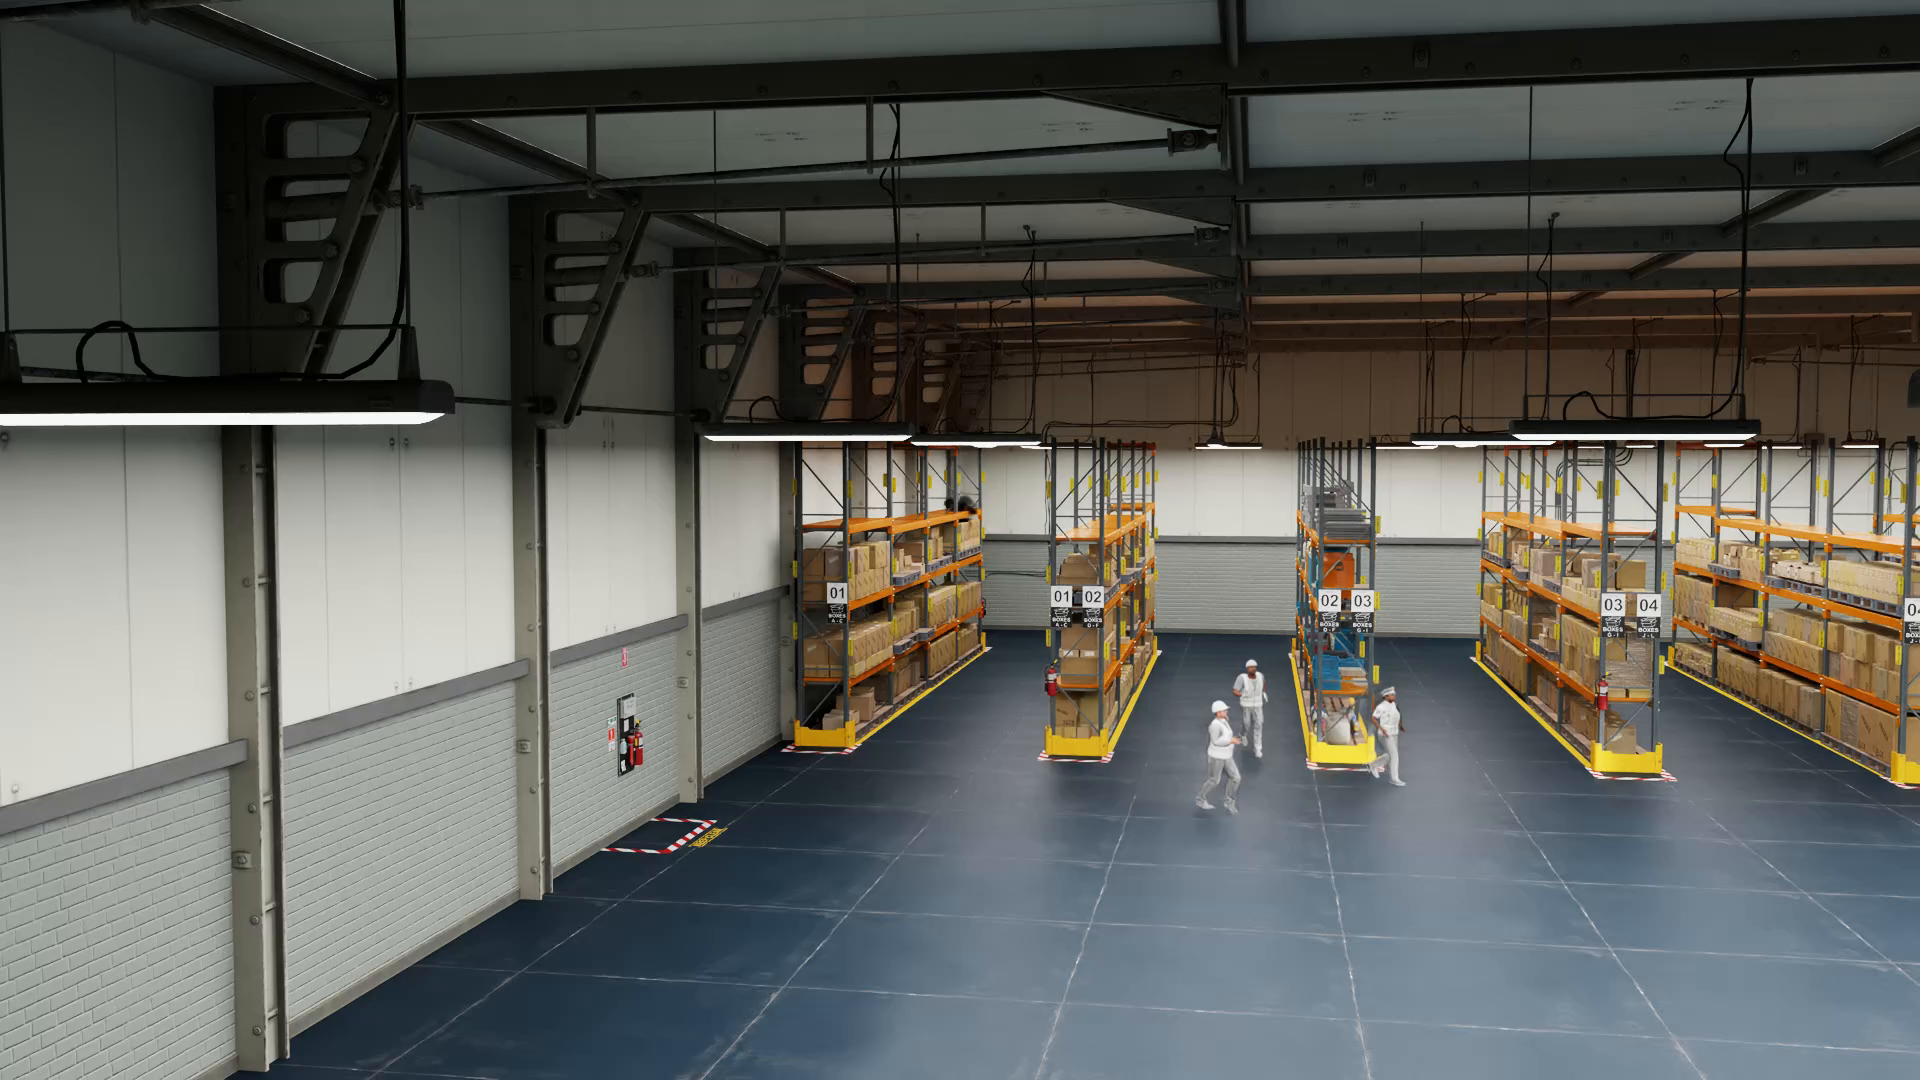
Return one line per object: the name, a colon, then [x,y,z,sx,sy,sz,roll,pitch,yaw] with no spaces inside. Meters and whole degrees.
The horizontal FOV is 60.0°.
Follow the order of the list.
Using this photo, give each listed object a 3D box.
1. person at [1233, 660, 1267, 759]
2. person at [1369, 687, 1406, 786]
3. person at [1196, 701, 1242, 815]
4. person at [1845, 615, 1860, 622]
person: [5.506,3.162,31.503,0.713,1.805,1.006,-1,3,-10]
person: [7.362,3.360,28.697,0.596,1.688,0.745,-3,4,-45]
person: [4.105,3.454,26.265,0.777,1.835,0.638,2,4,31]
person: [24.171,2.533,45.179,0.528,1.613,0.674,1,3,22]
